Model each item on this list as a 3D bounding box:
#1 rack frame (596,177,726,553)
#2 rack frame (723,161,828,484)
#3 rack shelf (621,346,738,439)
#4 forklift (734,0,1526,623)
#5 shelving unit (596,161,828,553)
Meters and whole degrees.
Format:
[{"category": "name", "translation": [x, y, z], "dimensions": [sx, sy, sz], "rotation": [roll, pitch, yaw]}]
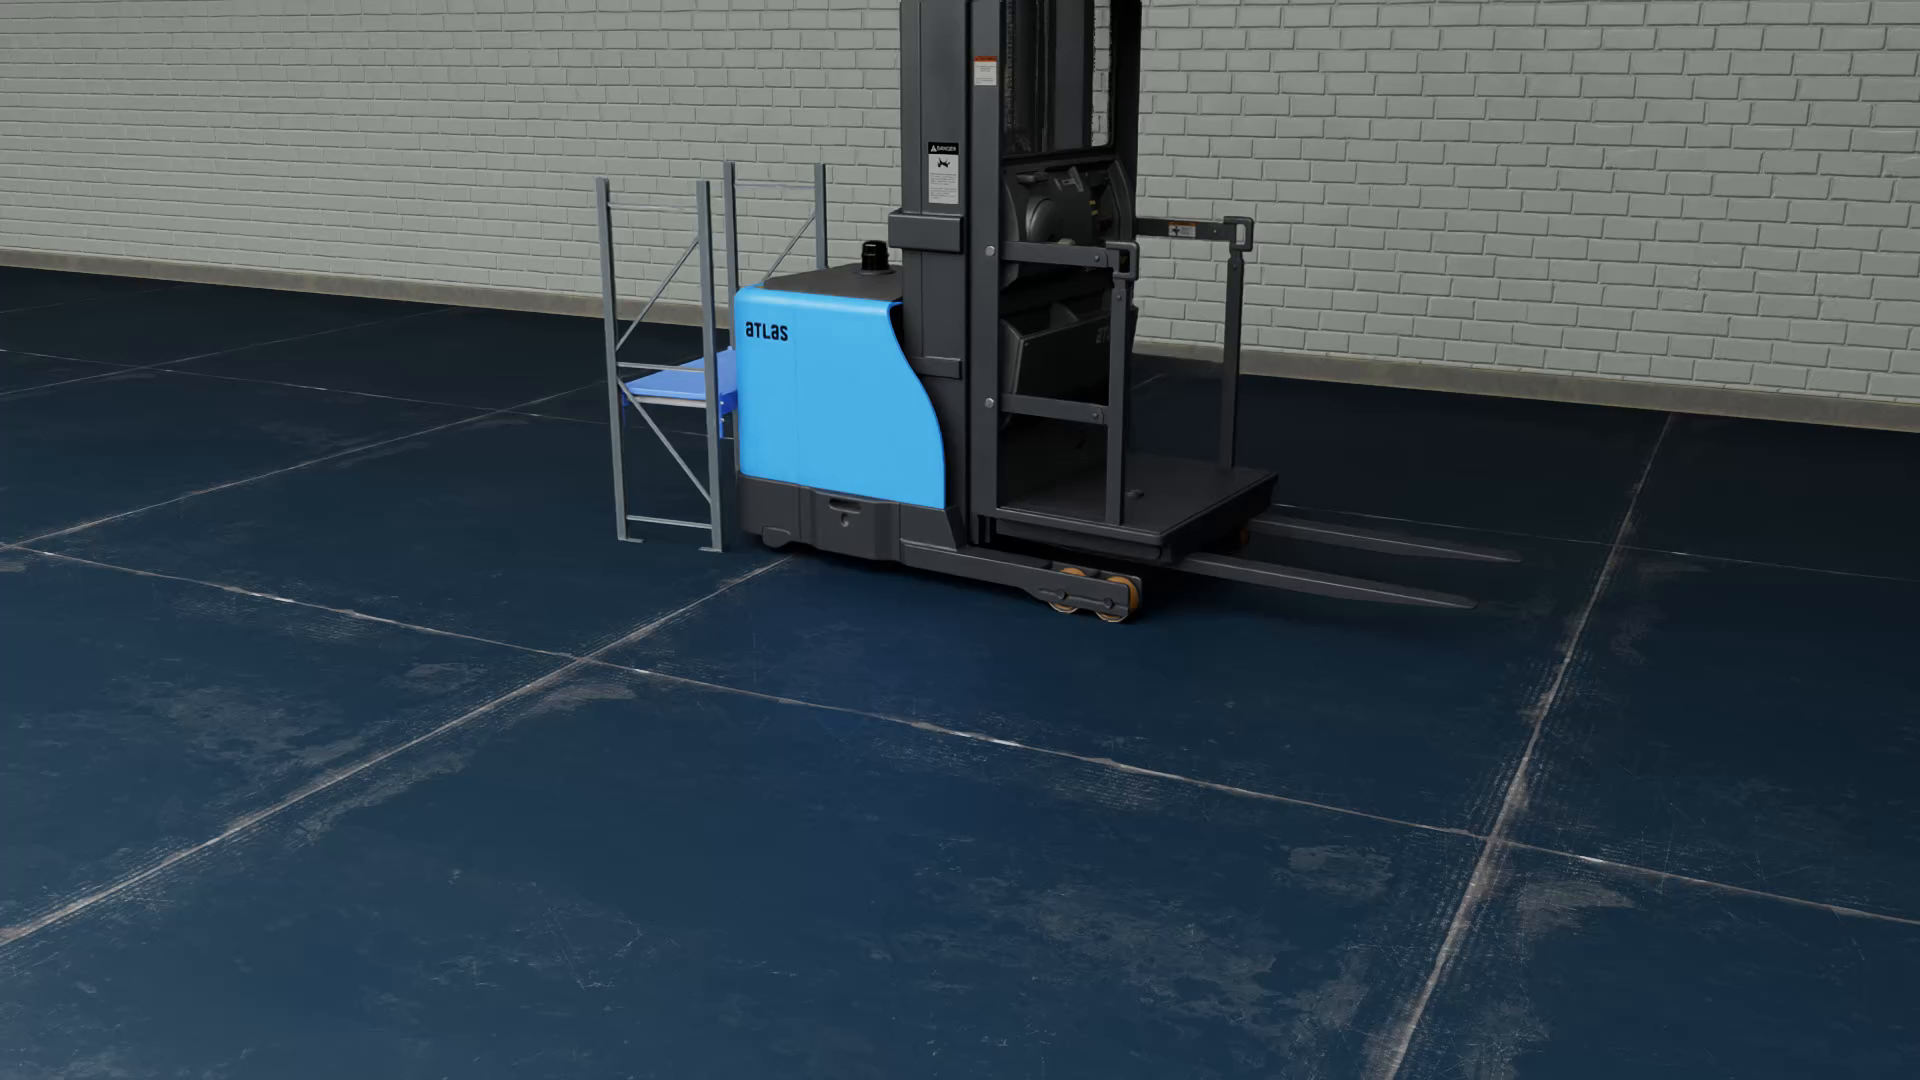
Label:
[{"category": "rack frame", "translation": [-1.207, -0.695, 6.730], "dimensions": [0.500, 1.500, 0.032], "rotation": [6, 18, 21]}, {"category": "rack frame", "translation": [-0.832, -0.964, 7.636], "dimensions": [0.500, 1.500, 0.032], "rotation": [6, 18, 21]}, {"category": "rack shelf", "translation": [-1.019, -0.657, 7.234], "dimensions": [0.538, 0.185, 1.000], "rotation": [6, 18, 21]}, {"category": "forklift", "translation": [0.594, -1.277, 6.176], "dimensions": [3.031, 2.935, 1.130], "rotation": [10, 19, 31]}, {"category": "shelving unit", "translation": [-1.019, -0.829, 7.183], "dimensions": [0.538, 1.500, 1.048], "rotation": [6, 18, 21]}]
